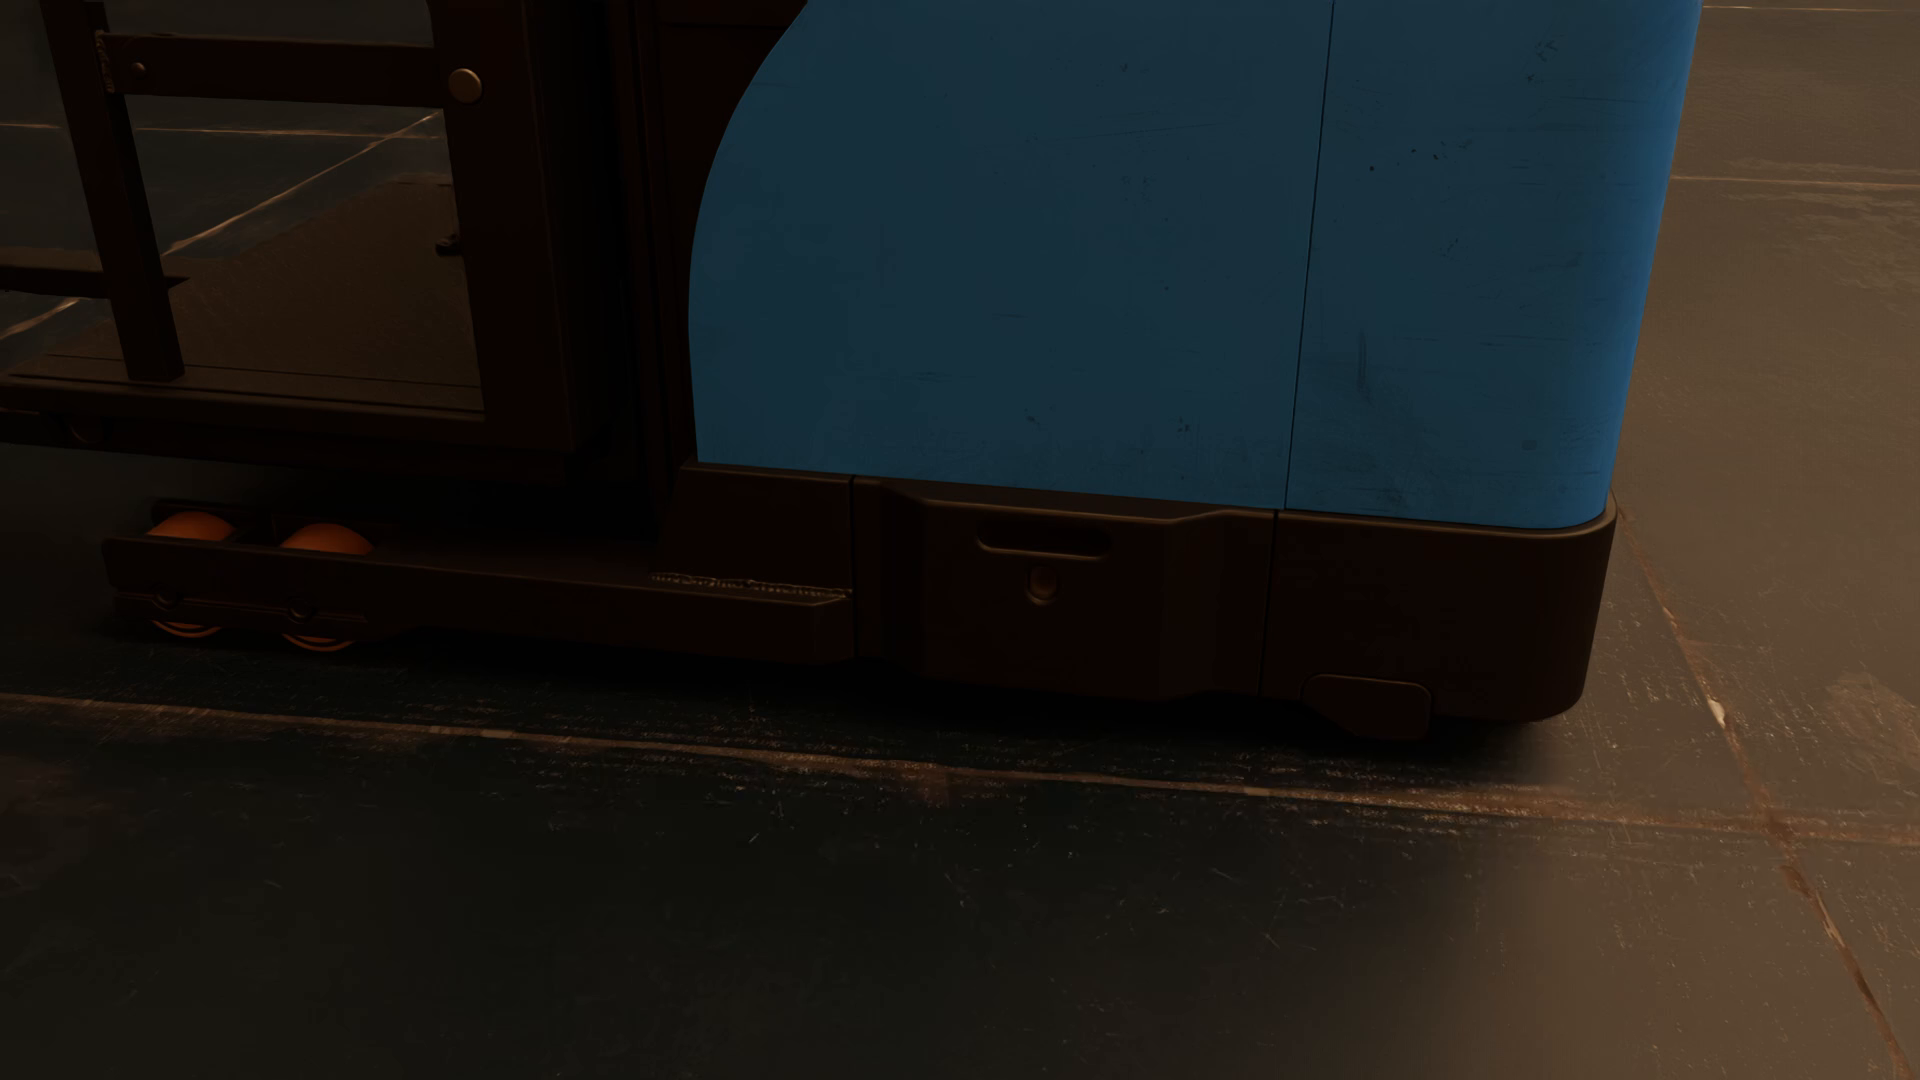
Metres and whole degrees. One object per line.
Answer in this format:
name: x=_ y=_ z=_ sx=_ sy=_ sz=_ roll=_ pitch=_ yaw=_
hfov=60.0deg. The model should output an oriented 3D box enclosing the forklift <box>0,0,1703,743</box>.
forklift: x=-0.660 y=-1.389 z=2.000 sx=3.031 sy=2.935 sz=1.130 roll=5 pitch=27 yaw=10
